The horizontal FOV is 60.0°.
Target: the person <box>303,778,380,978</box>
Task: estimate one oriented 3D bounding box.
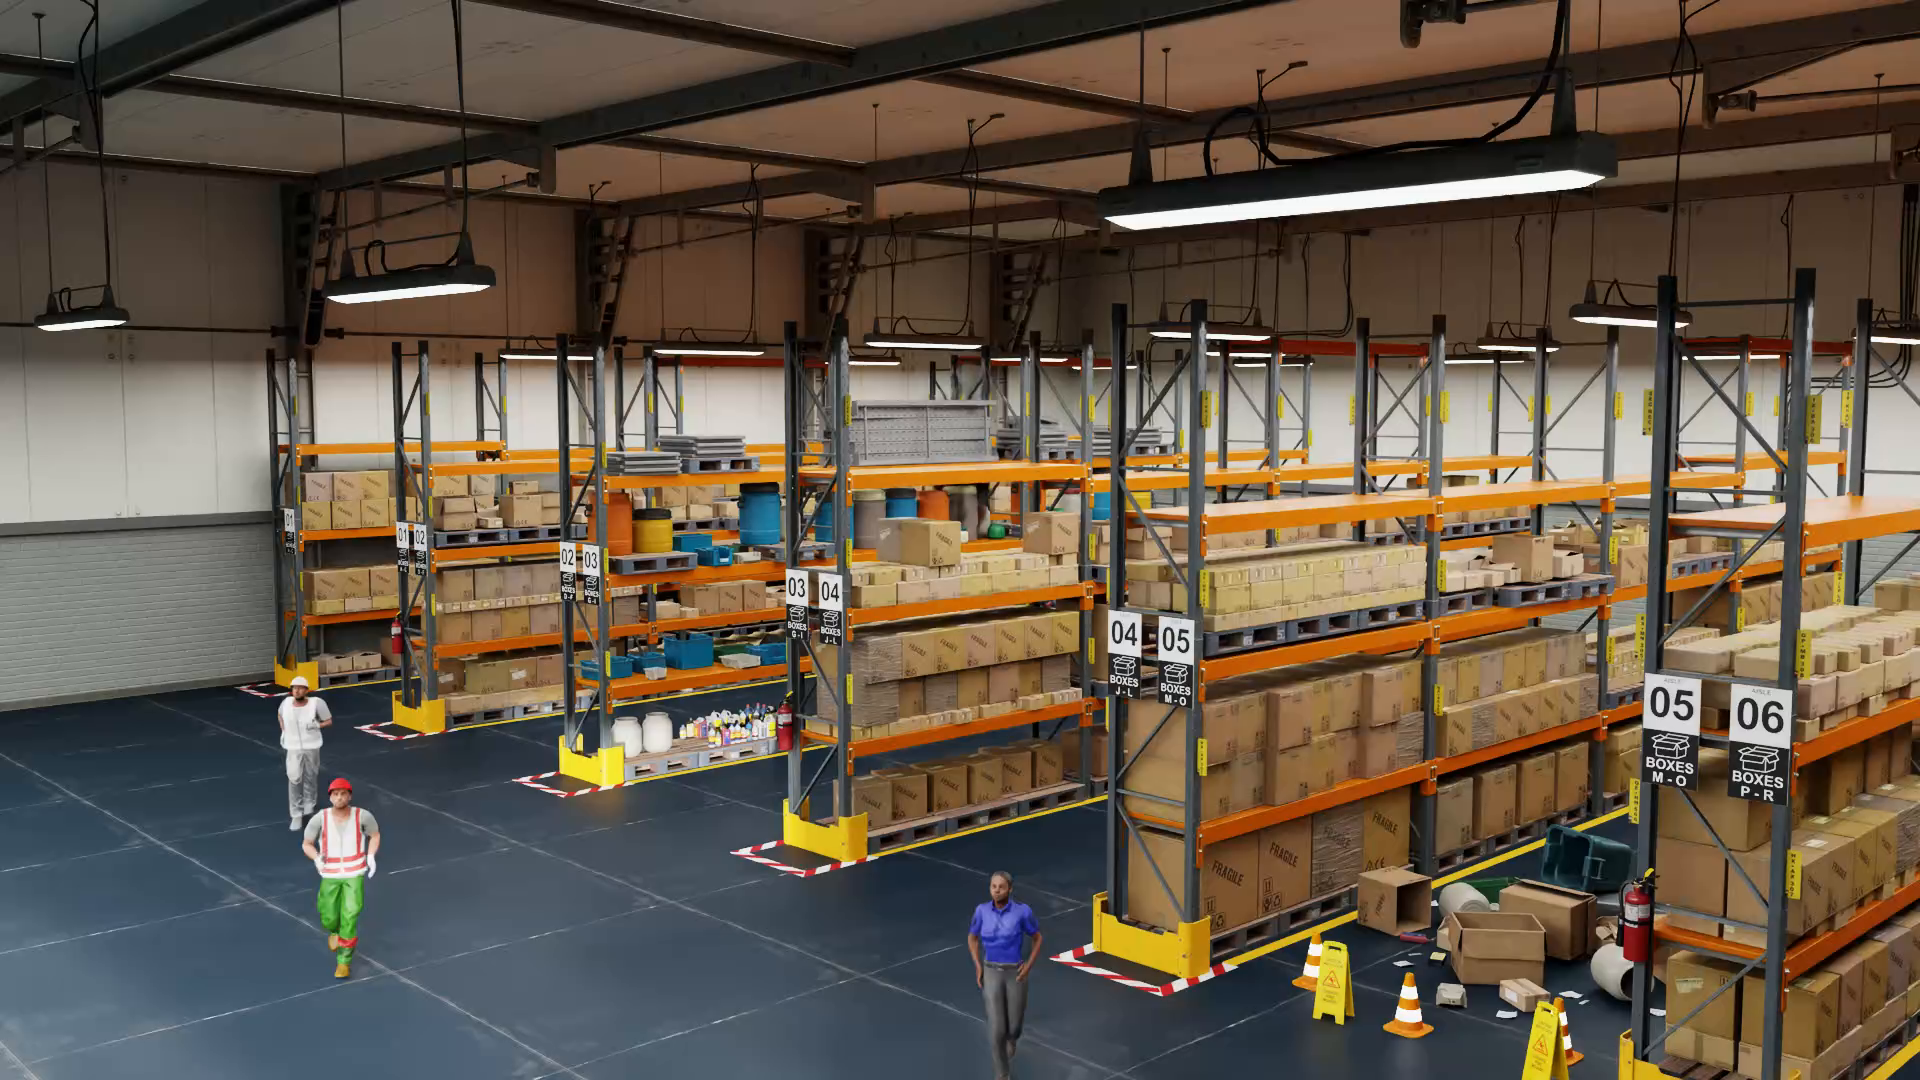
[{"bbox_3d":[-5.555,2.997,14.960,0.656,1.748,0.712,-2,5,-18],"label":"person"}]

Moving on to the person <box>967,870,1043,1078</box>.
[{"bbox_3d":[0.333,3.244,12.516,0.576,1.550,0.531,1,5,7],"label":"person"}]

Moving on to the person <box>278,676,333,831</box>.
[{"bbox_3d":[-7.905,2.552,20.085,0.646,1.852,0.790,-1,5,-15],"label":"person"}]
